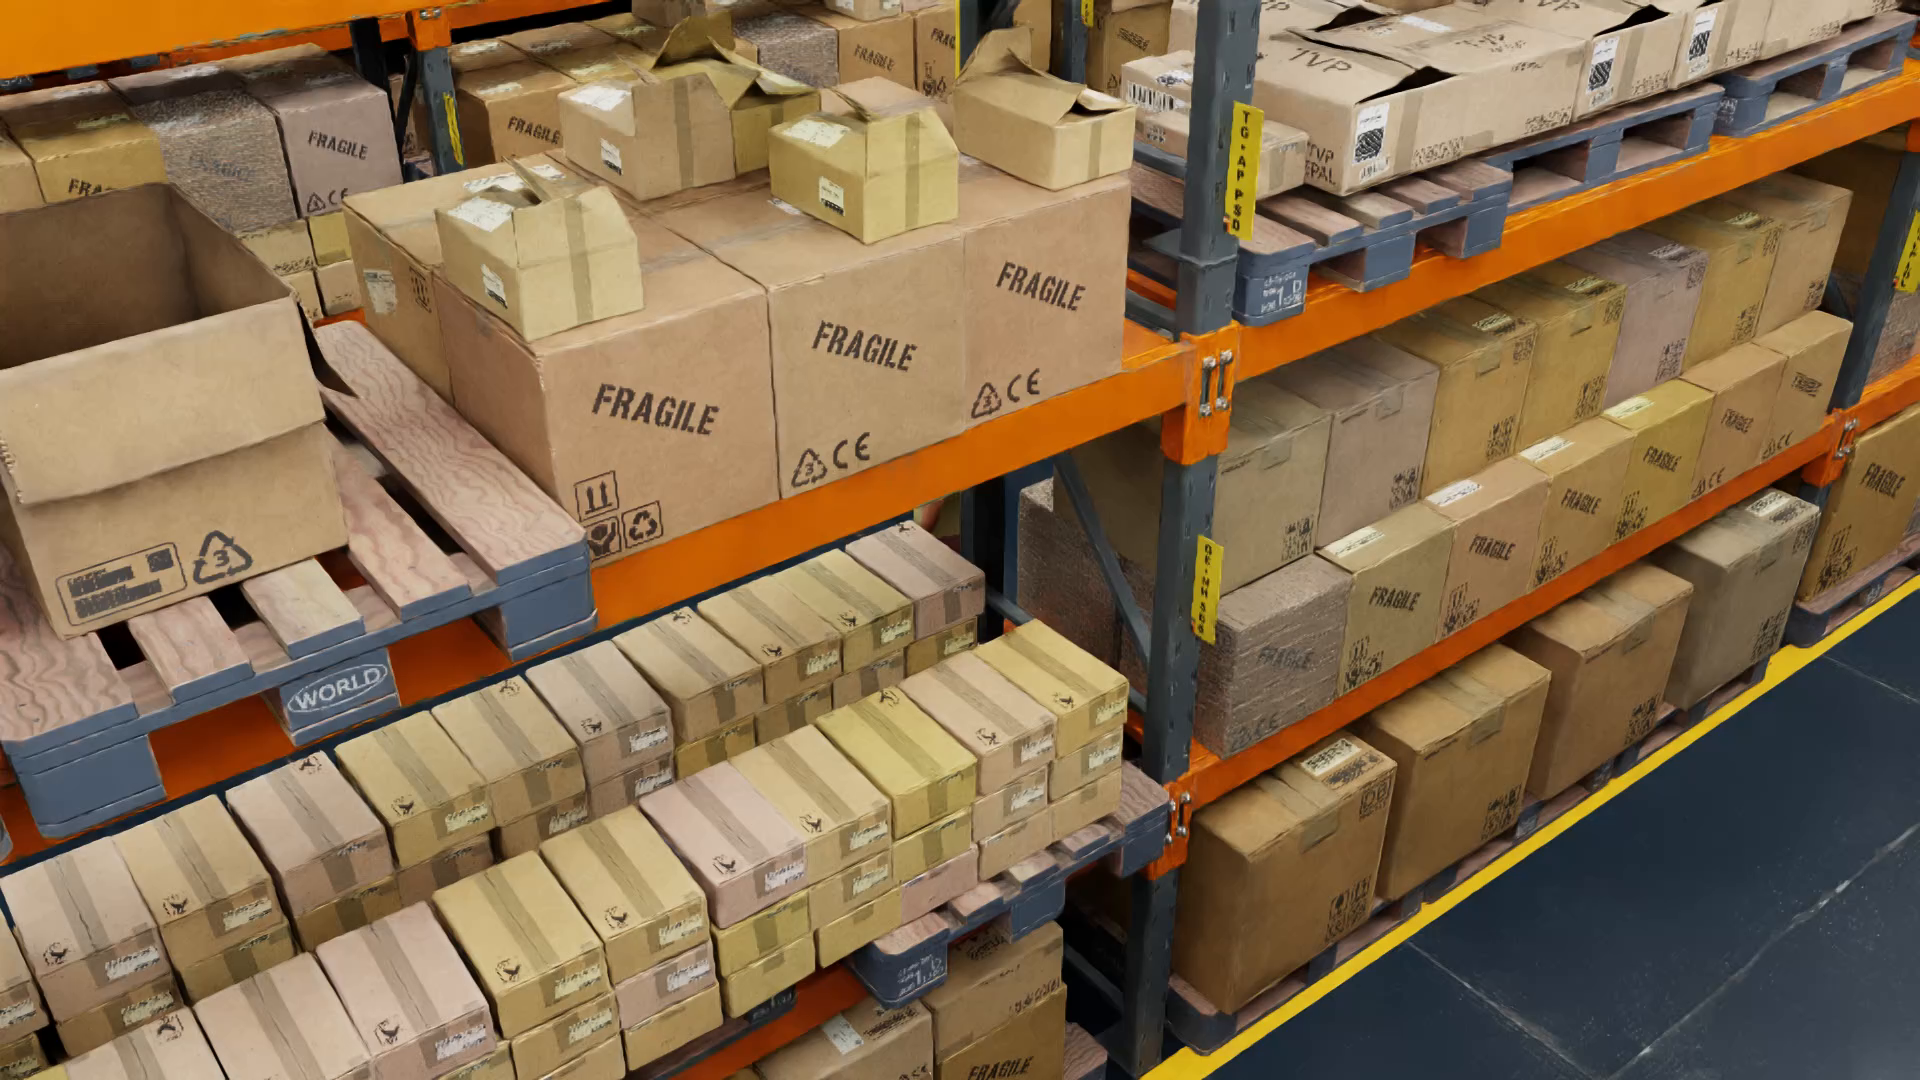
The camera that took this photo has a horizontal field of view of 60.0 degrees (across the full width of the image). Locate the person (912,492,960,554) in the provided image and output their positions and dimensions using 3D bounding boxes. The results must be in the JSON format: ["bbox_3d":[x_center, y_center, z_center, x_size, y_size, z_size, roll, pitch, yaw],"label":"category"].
[{"bbox_3d":[-0.106,0.031,7.270,0.433,1.431,0.517,11,34,17],"label":"person"}]
